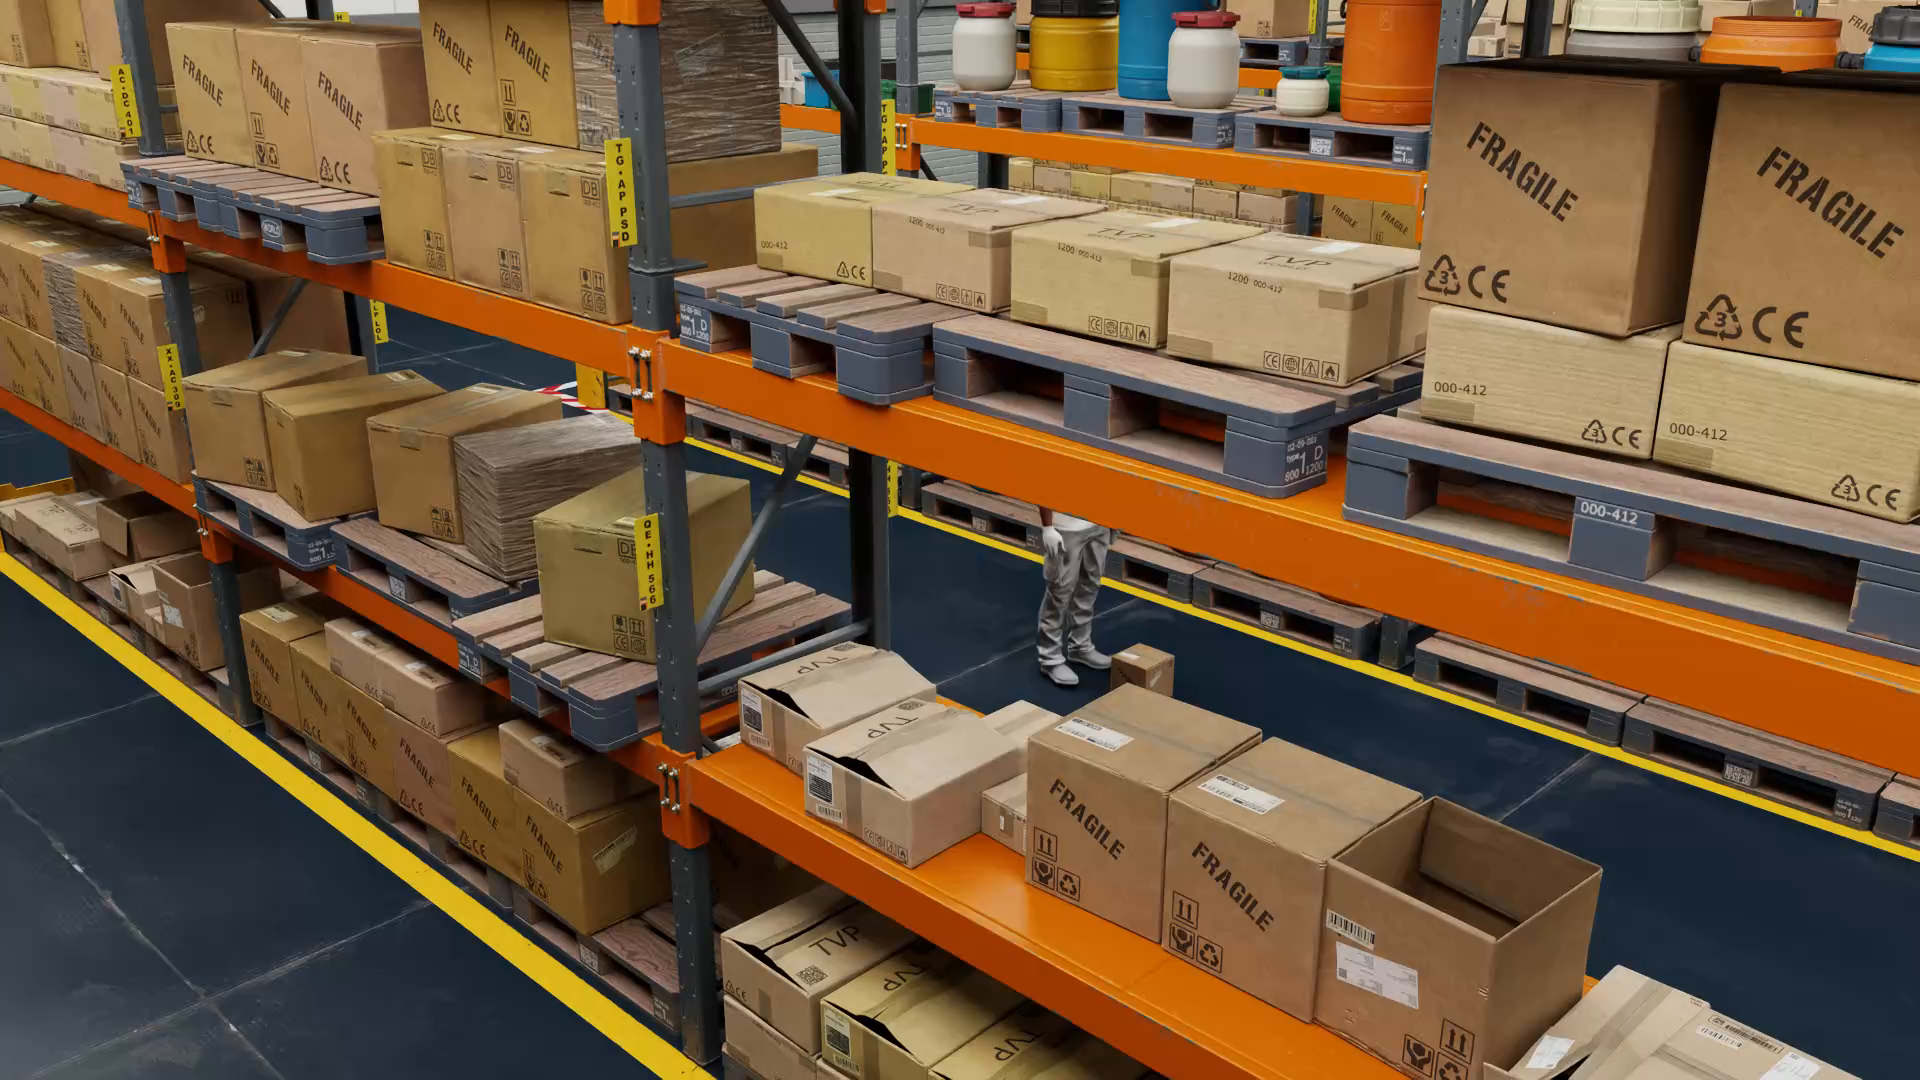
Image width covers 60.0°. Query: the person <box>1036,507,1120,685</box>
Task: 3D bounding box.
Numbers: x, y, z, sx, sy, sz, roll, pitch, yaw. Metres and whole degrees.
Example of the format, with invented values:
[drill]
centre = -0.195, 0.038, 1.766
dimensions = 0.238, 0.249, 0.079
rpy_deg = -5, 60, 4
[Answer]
[person]
centre = 0.665, -0.093, 9.278
dimensions = 0.551, 1.786, 0.358
rpy_deg = -18, 27, -39
